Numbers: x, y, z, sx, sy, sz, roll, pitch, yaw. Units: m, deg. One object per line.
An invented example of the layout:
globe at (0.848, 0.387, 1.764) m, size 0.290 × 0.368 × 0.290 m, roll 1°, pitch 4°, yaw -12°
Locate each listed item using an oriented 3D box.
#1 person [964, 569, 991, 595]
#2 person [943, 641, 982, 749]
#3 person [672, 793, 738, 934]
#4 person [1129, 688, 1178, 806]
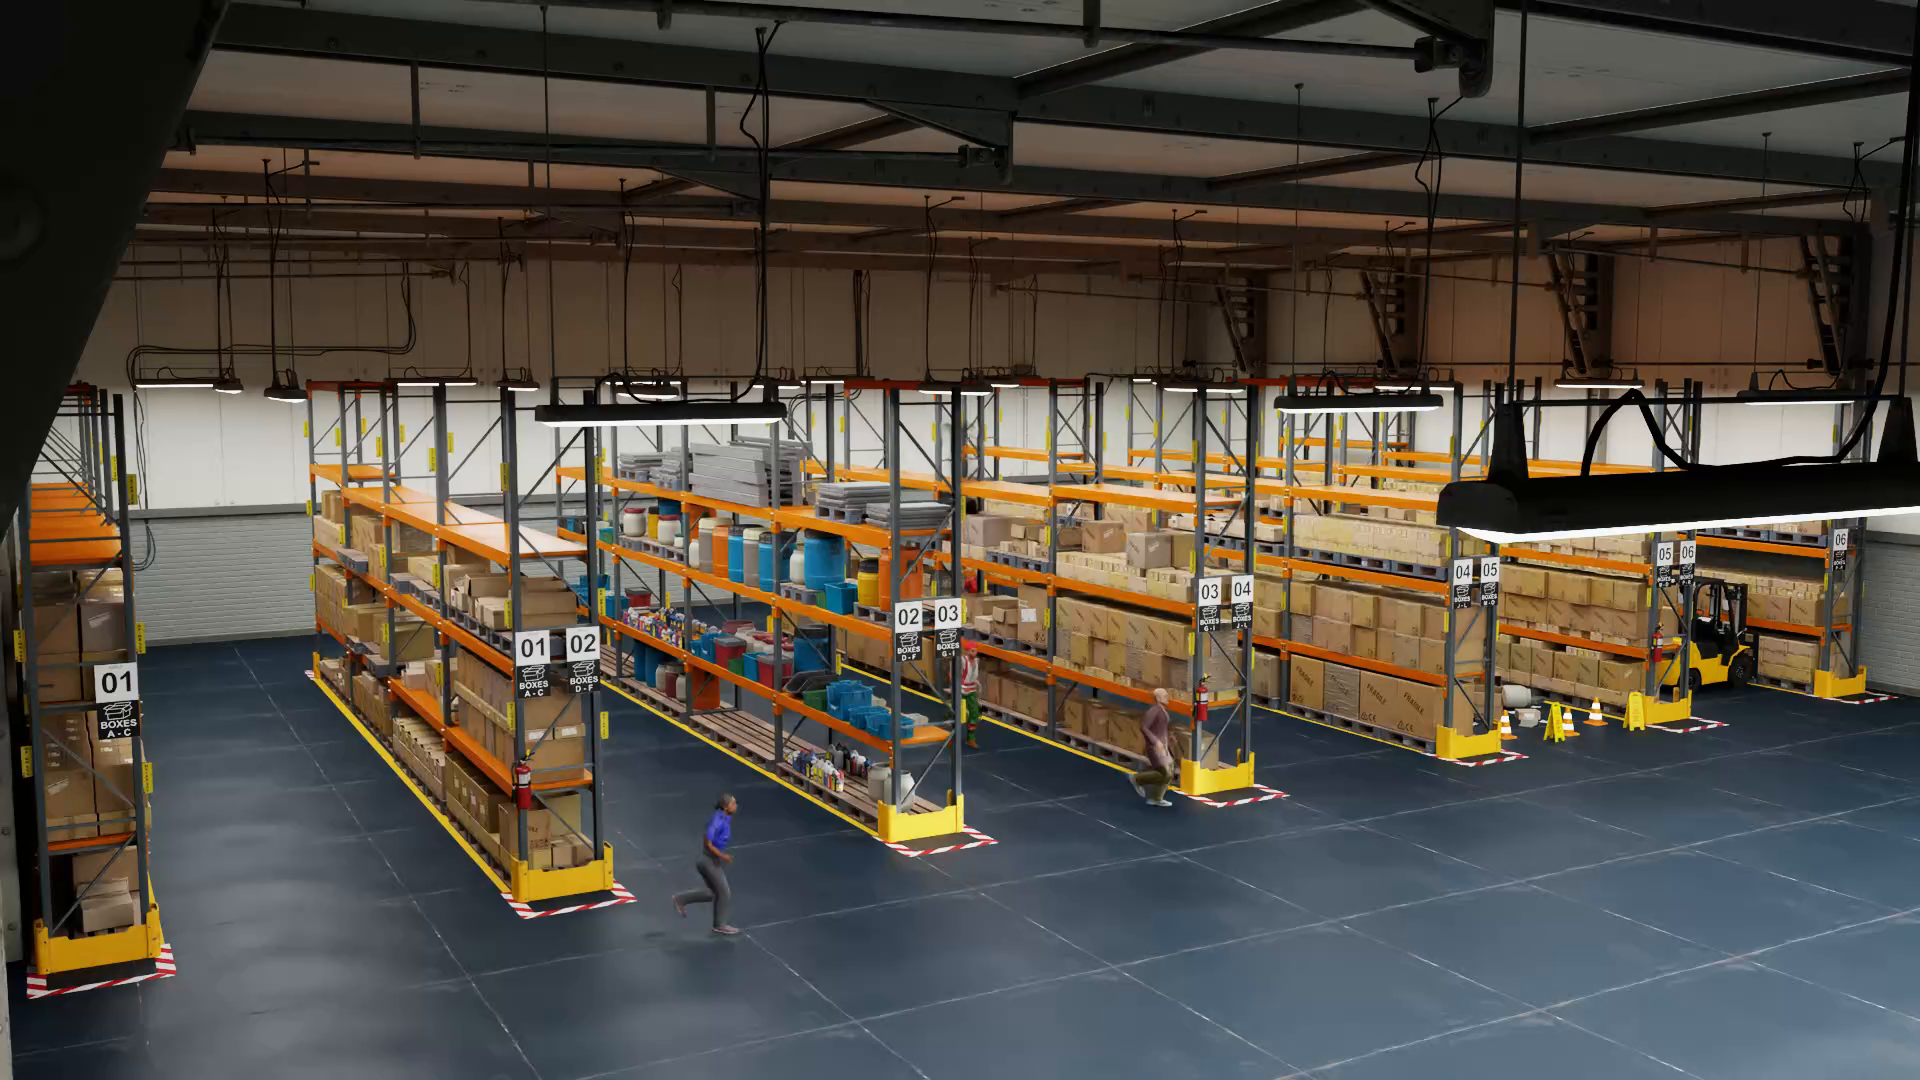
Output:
person at (0.443, 1.476, 37.745) m, size 0.639 × 1.707 × 0.639 m, roll -3°, pitch 7°, yaw -28°
person at (0.056, 2.539, 27.696) m, size 0.662 × 1.769 × 0.975 m, roll -4°, pitch 7°, yaw -35°
person at (-2.836, 3.601, 18.438) m, size 0.755 × 1.593 × 0.561 m, roll 0°, pitch 6°, yaw 3°
person at (2.769, 3.004, 23.830) m, size 0.654 × 1.631 × 0.723 m, roll 3°, pitch 7°, yaw 22°
